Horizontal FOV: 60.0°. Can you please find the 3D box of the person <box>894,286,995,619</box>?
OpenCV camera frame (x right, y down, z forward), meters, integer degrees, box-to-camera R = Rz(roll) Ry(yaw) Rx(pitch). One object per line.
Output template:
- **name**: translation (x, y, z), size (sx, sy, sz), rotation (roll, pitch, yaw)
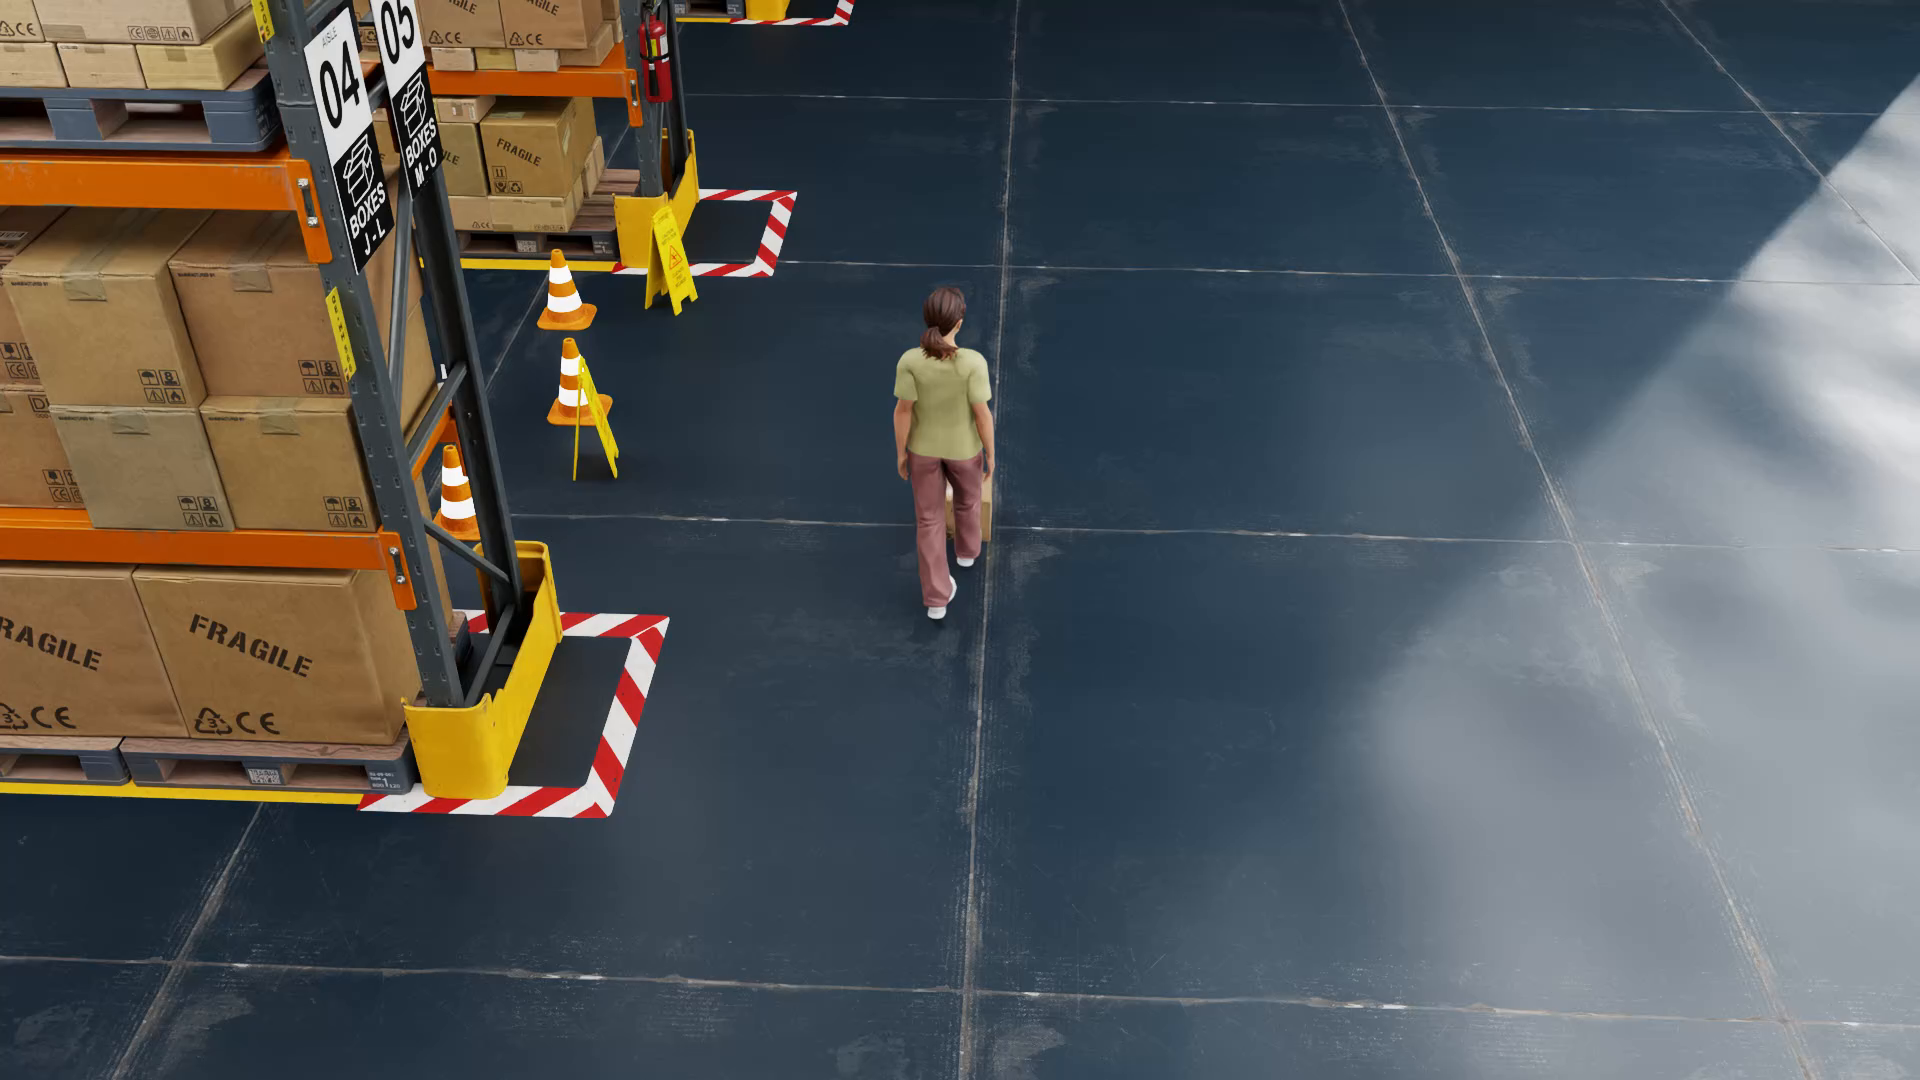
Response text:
- **person**: translation (-0.058, -0.490, 7.781), size (0.462, 1.664, 0.725), rotation (2, 36, 3)
